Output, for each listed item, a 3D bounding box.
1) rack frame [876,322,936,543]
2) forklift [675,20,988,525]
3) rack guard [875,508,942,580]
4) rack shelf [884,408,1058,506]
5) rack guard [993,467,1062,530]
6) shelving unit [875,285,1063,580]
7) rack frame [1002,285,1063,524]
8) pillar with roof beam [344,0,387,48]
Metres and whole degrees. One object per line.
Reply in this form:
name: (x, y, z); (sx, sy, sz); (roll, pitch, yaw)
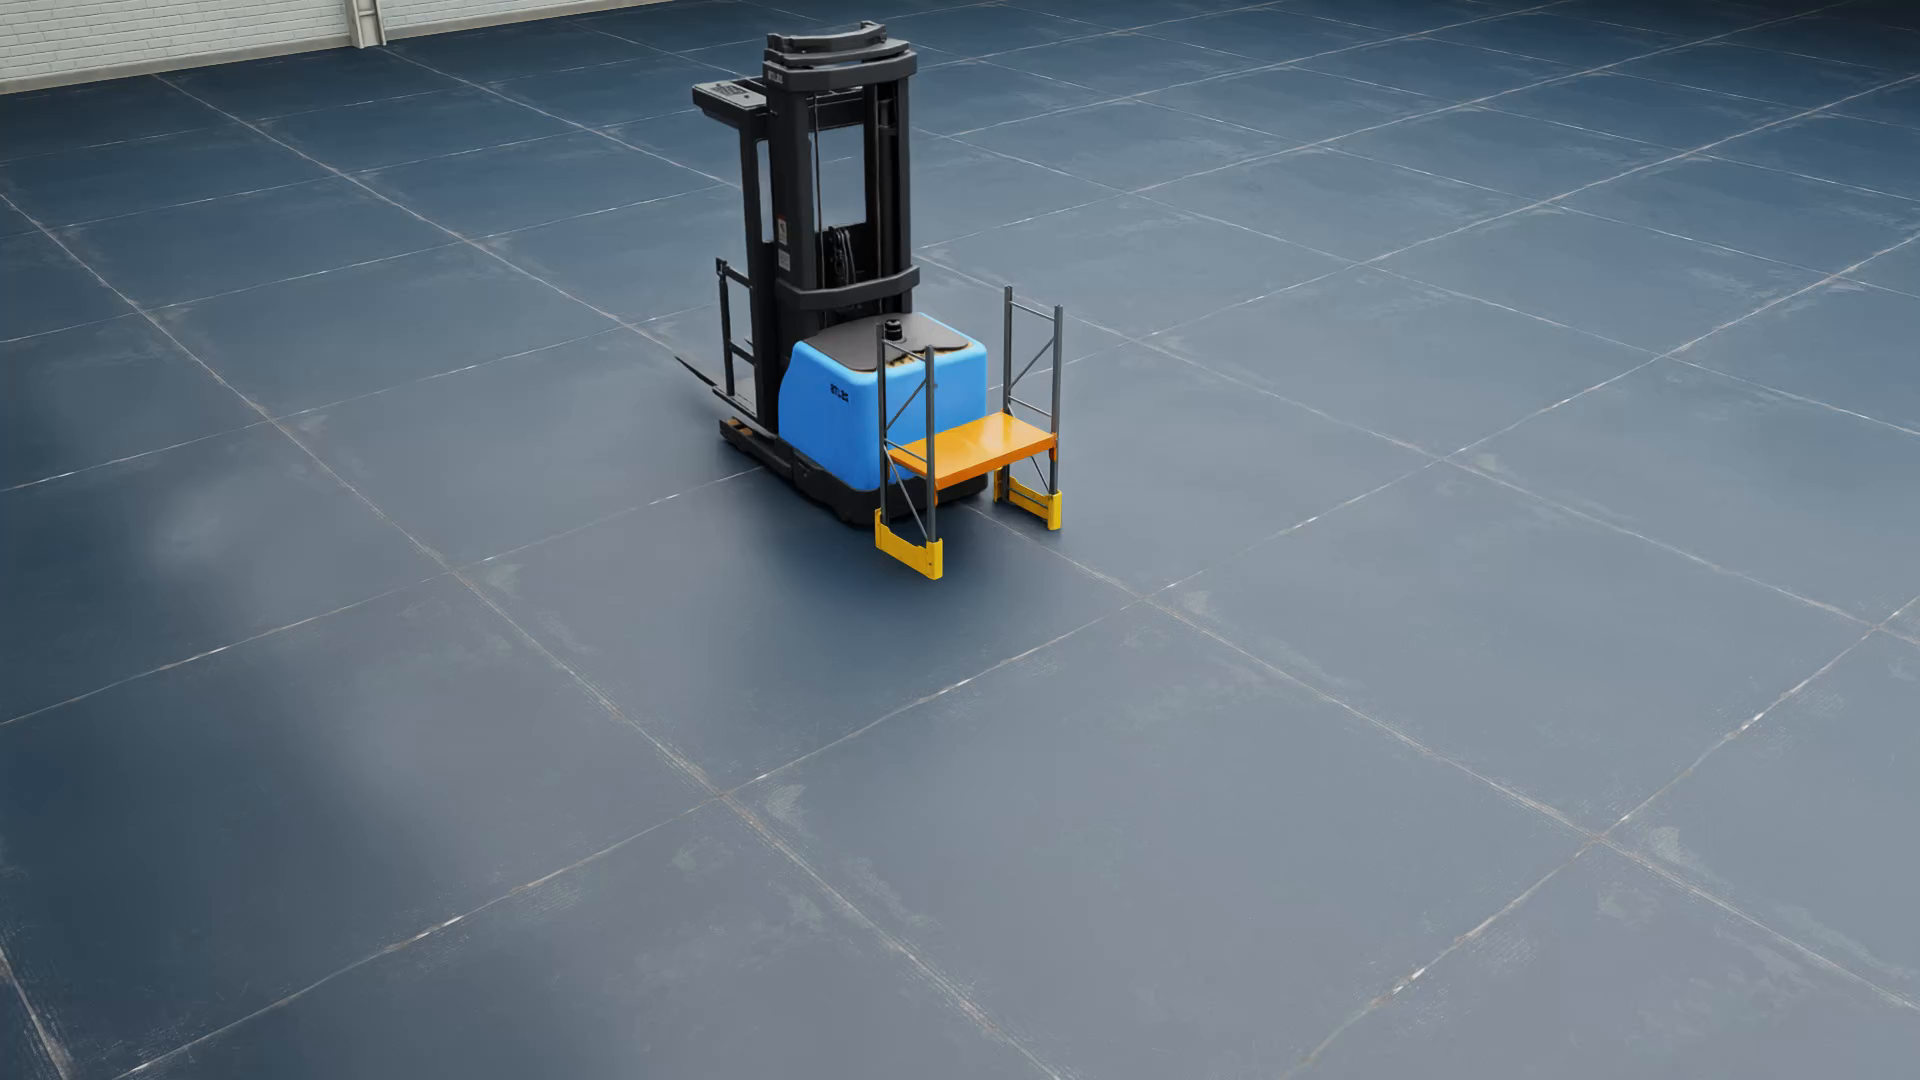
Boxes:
rack frame: (-0.322, -0.532, 10.013); (0.032, 1.500, 0.500); (-22, 35, -35)
forklift: (-1.063, -2.033, 11.303); (1.130, 2.935, 3.031); (-18, 33, -30)
rack guard: (-0.321, 0.019, 10.308); (0.087, 0.250, 0.587); (-22, 35, -35)
rack shelf: (0.065, -0.529, 10.388); (1.000, 0.185, 0.538); (-22, 35, -35)
rack guard: (0.437, -0.286, 10.878); (0.087, 0.250, 0.587); (-22, 35, -35)
shelving unit: (0.058, -0.685, 10.298); (1.083, 1.500, 0.587); (-22, 35, -35)
rack frame: (0.452, -0.843, 10.595); (0.032, 1.500, 0.500); (-22, 35, -35)
pillar with roof beam: (-5.718, -9.558, 18.946); (0.400, 9.000, 9.100); (-22, 35, -35)
